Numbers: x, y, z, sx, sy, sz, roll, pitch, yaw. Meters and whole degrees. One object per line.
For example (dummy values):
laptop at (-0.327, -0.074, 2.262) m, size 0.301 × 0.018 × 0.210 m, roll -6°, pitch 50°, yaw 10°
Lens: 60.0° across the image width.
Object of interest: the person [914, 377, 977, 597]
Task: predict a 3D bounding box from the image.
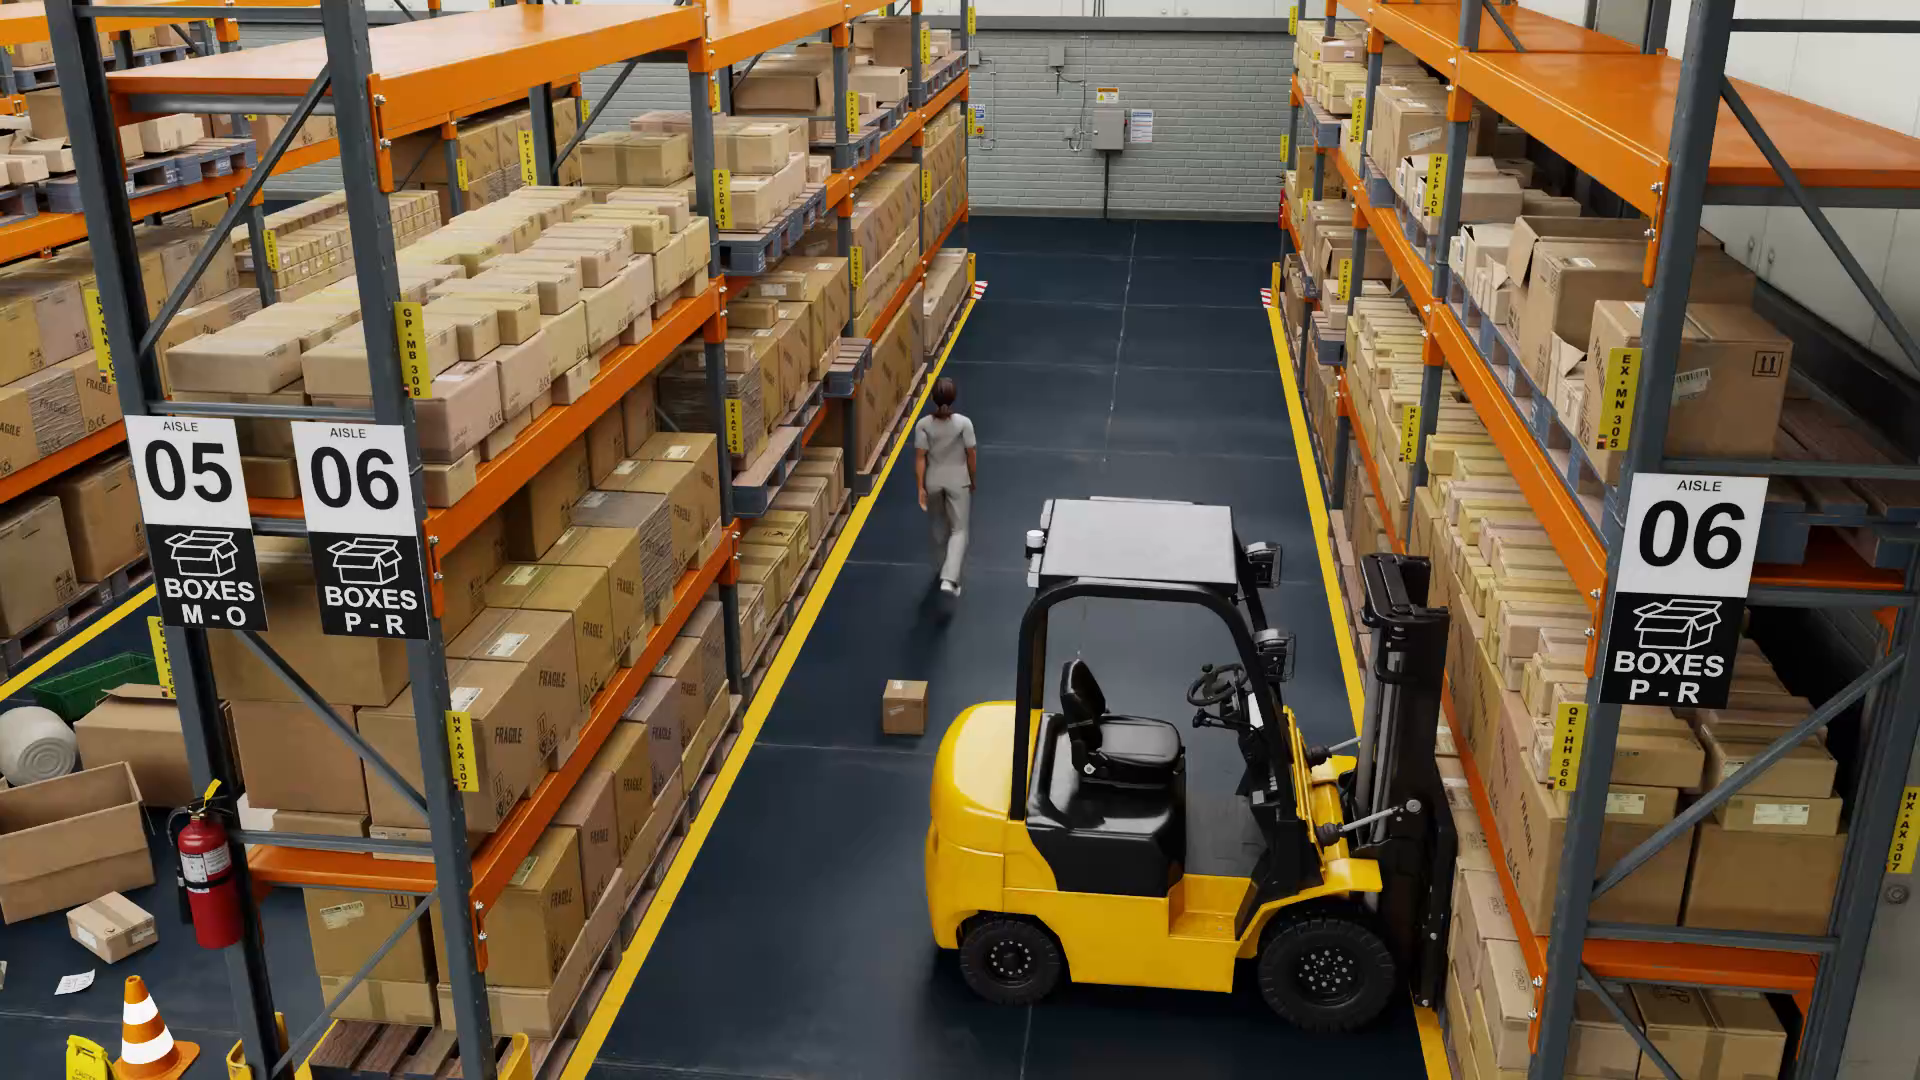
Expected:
person at (-0.105, -0.391, 12.079) m, size 0.440 × 1.626 × 0.969 m, roll 3°, pitch 21°, yaw 8°
